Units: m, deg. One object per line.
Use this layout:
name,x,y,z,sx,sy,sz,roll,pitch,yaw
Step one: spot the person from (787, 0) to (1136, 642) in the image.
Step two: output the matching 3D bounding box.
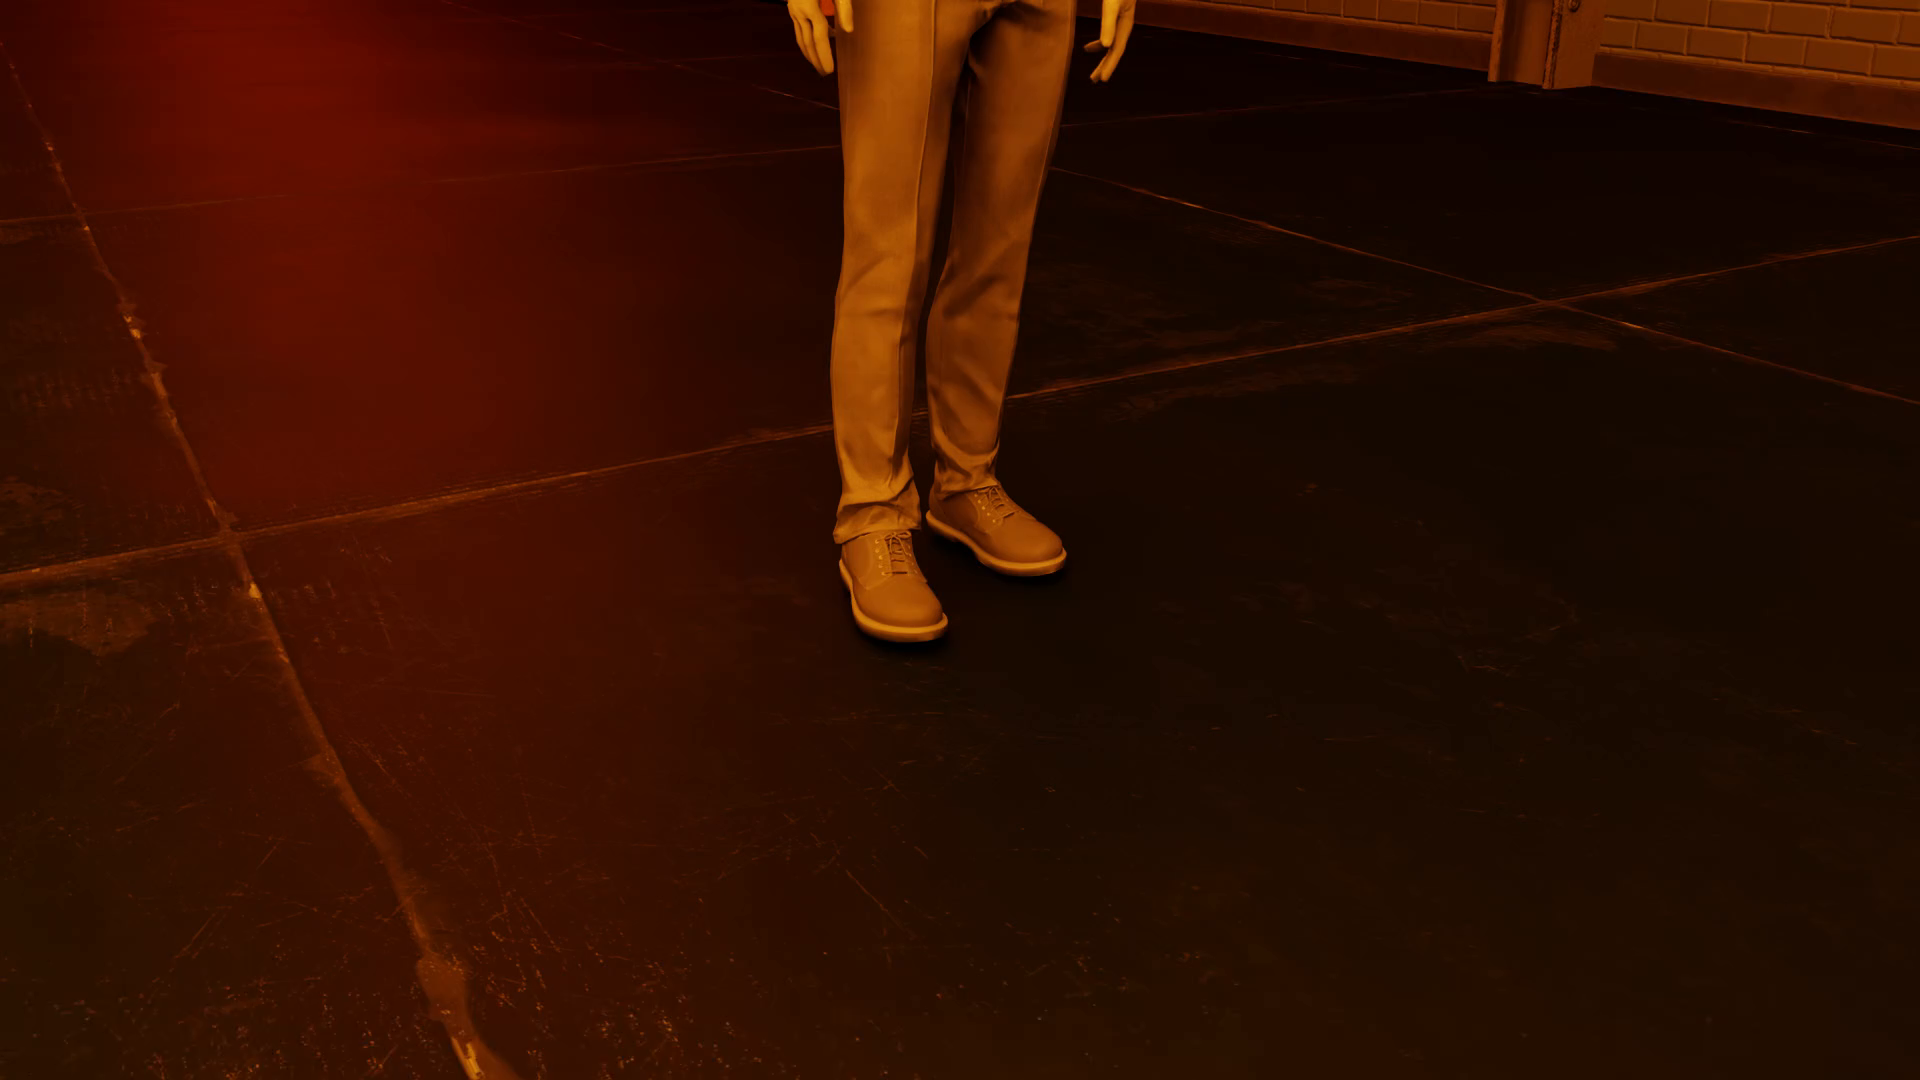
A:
person,0.029,-0.767,2.253,0.588,1.695,0.531,-12,25,-28
